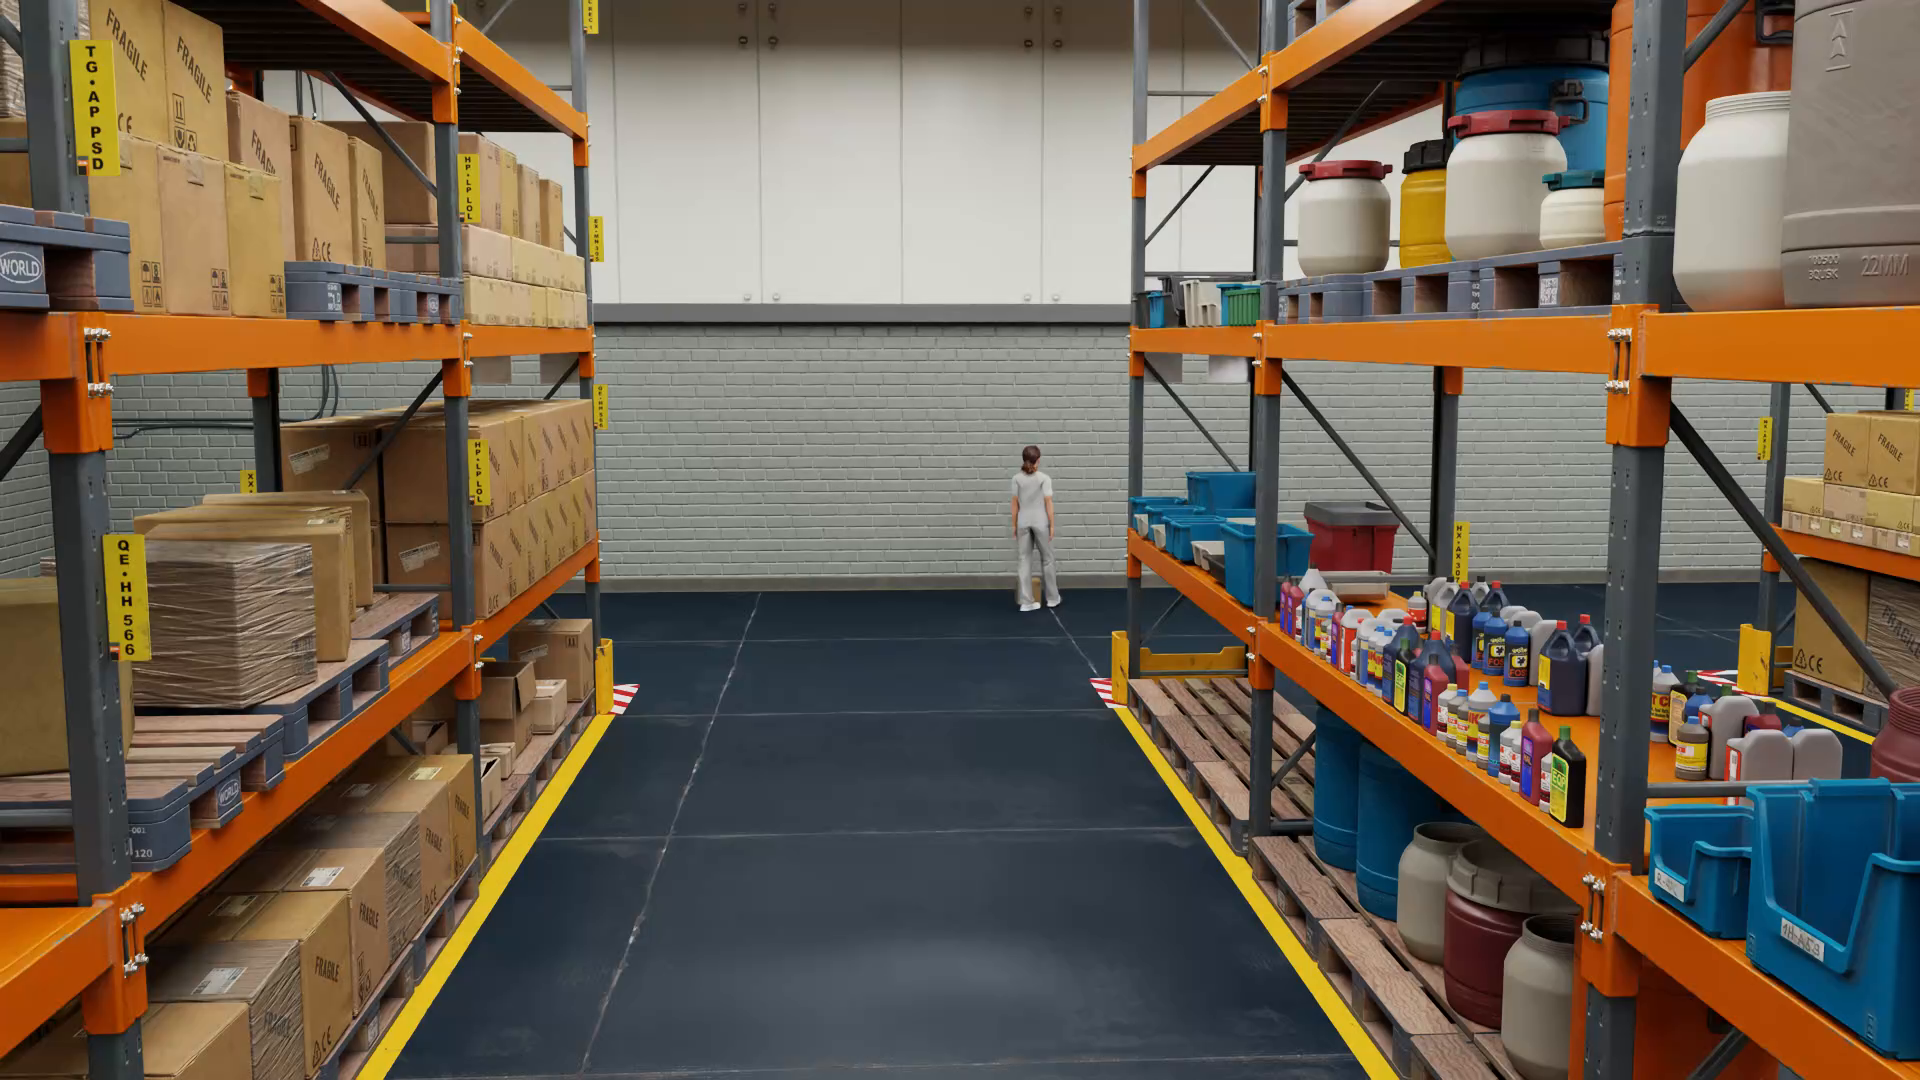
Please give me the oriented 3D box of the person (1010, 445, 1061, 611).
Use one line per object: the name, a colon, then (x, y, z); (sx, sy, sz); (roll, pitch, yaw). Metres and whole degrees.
person: (0.768, -0.137, 16.849); (0.448, 1.666, 0.621); (2, 7, 16)
